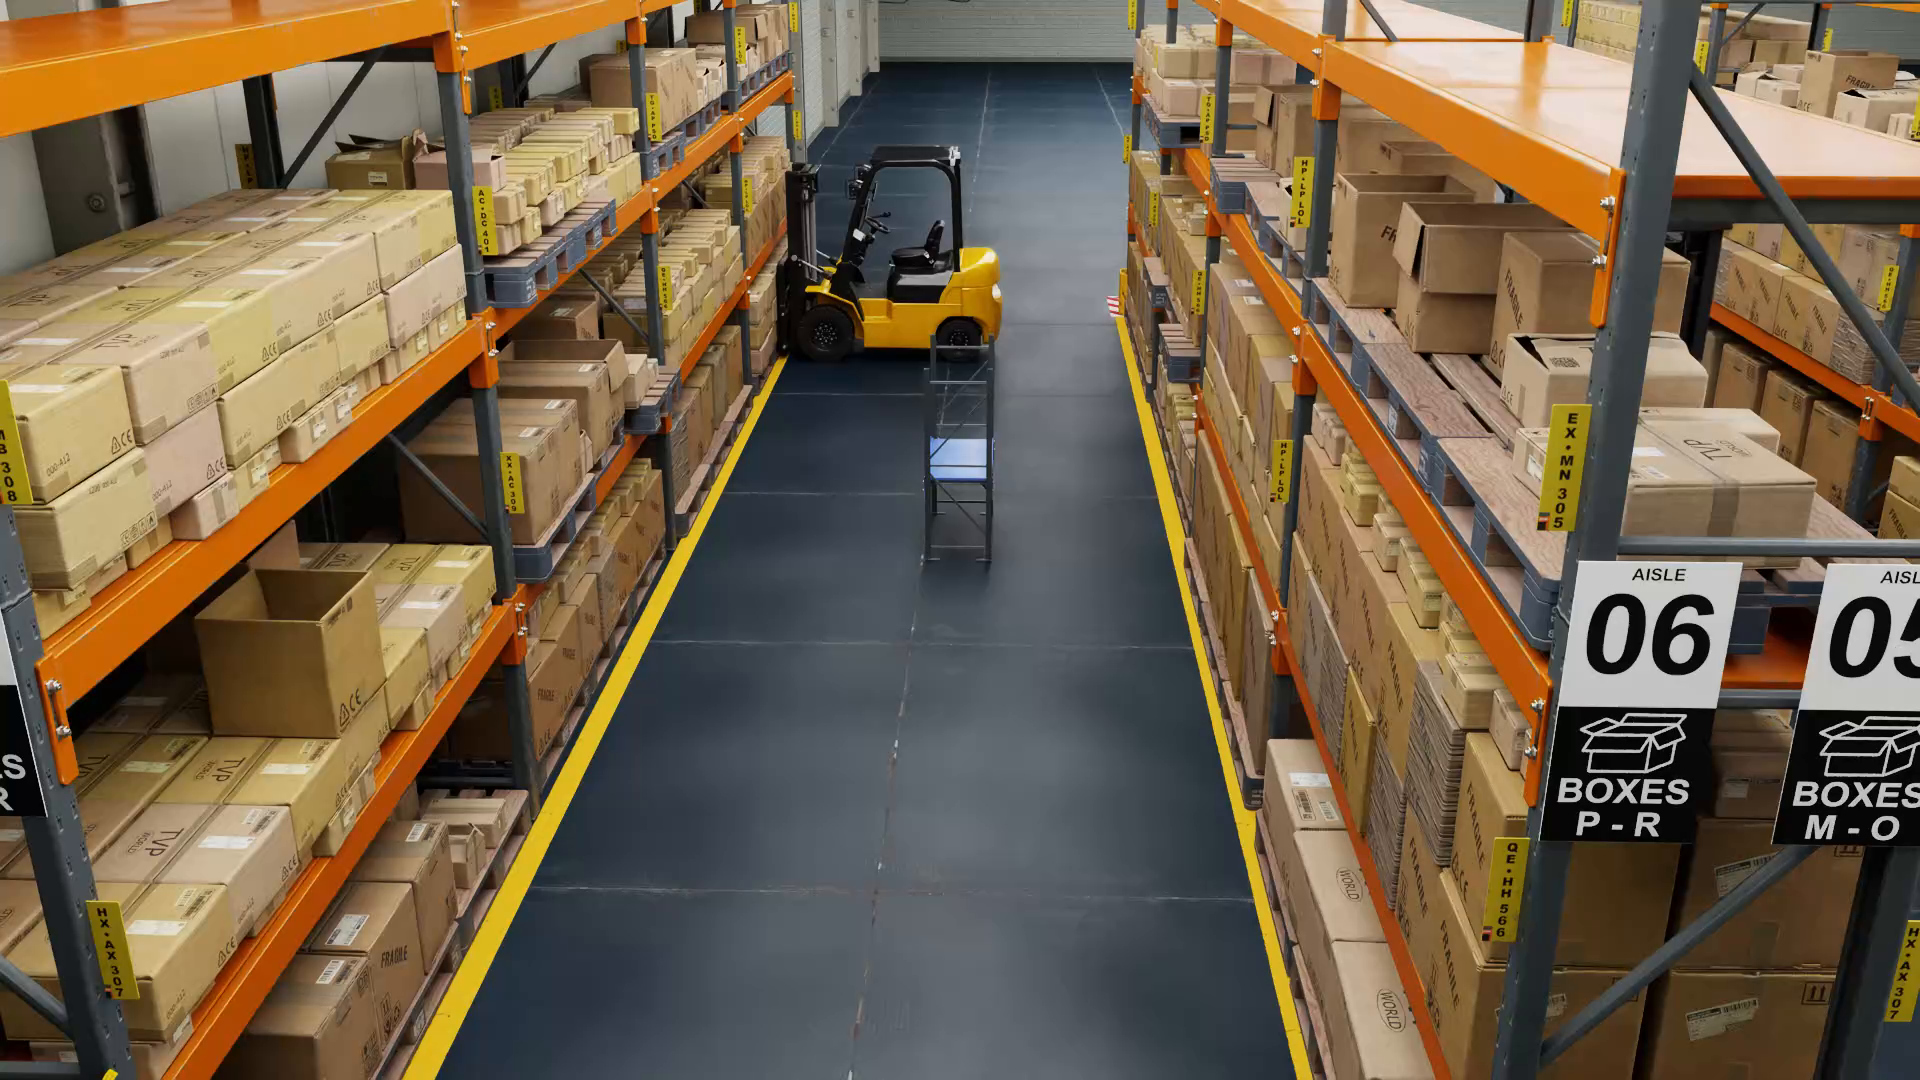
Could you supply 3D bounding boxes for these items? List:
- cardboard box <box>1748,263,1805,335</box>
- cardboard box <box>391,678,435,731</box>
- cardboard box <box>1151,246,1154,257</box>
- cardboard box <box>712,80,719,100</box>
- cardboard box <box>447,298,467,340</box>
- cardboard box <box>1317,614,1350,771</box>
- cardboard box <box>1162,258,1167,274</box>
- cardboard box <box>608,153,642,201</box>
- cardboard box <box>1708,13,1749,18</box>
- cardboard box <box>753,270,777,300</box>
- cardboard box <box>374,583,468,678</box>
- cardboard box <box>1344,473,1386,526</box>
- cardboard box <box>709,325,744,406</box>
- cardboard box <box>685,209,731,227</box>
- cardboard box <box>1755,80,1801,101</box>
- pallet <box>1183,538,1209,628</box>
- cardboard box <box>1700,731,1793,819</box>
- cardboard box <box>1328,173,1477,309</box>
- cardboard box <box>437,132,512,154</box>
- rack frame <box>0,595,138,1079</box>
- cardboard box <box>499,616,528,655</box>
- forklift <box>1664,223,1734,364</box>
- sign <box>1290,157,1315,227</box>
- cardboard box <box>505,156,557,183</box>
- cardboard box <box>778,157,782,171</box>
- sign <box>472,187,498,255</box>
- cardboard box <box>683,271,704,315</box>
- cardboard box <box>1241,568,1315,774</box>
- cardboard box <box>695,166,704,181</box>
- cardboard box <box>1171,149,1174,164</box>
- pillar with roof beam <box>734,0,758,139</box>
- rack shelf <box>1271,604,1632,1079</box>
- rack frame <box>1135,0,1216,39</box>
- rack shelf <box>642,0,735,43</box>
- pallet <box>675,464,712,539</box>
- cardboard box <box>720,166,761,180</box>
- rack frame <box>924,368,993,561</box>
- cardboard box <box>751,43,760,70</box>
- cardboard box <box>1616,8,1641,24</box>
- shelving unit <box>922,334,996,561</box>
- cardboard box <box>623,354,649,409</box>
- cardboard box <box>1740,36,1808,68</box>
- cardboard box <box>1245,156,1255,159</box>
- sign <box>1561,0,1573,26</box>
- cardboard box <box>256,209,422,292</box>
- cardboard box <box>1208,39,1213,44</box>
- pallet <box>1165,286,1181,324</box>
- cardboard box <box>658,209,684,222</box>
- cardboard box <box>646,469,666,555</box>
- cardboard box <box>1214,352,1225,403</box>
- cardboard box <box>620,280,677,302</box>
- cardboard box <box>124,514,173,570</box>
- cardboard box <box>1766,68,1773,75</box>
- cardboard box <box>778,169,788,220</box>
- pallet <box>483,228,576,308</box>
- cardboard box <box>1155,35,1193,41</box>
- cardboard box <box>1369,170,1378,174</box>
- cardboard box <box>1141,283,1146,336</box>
[{"bbox_3d":[7.006,-2.023,13.957,0.500,0.500,0.500,1,21,2],"label":"cardboard box"},{"bbox_3d":[-2.558,0.722,7.368,0.380,0.149,0.250,0,21,1],"label":"cardboard box"},{"bbox_3d":[2.094,-2.821,16.499,0.380,0.149,0.250,1,21,3],"label":"cardboard box"},{"bbox_3d":[-2.303,-3.904,14.426,0.380,0.149,0.250,1,21,1],"label":"cardboard box"},{"bbox_3d":[-2.532,-1.037,7.755,0.380,0.149,0.250,0,21,1],"label":"cardboard box"},{"bbox_3d":[1.828,0.646,7.078,0.500,0.500,0.500,1,21,2],"label":"cardboard box"},{"bbox_3d":[2.039,-2.520,15.144,0.380,0.149,0.250,1,21,3],"label":"cardboard box"},{"bbox_3d":[-2.468,-2.475,11.322,0.500,0.250,0.500,0,21,0],"label":"cardboard box"},{"bbox_3d":[7.727,-5.194,16.647,0.380,0.149,0.250,1,21,2],"label":"cardboard box"},{"bbox_3d":[-2.216,-2.698,17.673,0.500,0.250,0.500,1,21,3],"label":"cardboard box"},{"bbox_3d":[-2.589,0.411,7.620,0.500,0.250,0.500,1,21,2],"label":"cardboard box"},{"bbox_3d":[1.813,-0.169,6.900,0.380,0.149,0.250,0,21,0],"label":"cardboard box"},{"bbox_3d":[-2.578,-1.681,15.917,0.875,0.625,0.625,2,21,4],"label":"cardboard box"},{"bbox_3d":[-2.362,-3.004,15.590,0.380,0.149,0.250,1,21,3],"label":"cardboard box"},{"bbox_3d":[7.060,-3.862,14.316,0.250,0.149,0.380,1,21,2],"label":"cardboard box"},{"bbox_3d":[2.167,0.302,11.958,1.003,0.211,1.213,1,21,2],"label":"pallet"},{"bbox_3d":[2.311,0.670,4.738,0.380,0.149,0.250,1,21,3],"label":"cardboard box"},{"bbox_3d":[1.917,-1.313,7.261,0.500,0.500,0.500,1,21,3],"label":"cardboard box"},{"bbox_3d":[-2.961,-2.399,10.164,0.380,0.149,0.250,1,21,1],"label":"cardboard box"},{"bbox_3d":[-2.938,1.557,4.868,1.000,3.000,0.127,1,21,2],"label":"rack frame"},{"bbox_3d":[-2.600,0.512,9.129,0.380,0.149,0.250,0,21,1],"label":"cardboard box"},{"bbox_3d":[4.650,-1.196,12.059,1.130,2.935,3.031,1,21,2],"label":"forklift"},{"bbox_3d":[1.602,-1.624,7.772,0.100,0.325,0.005,1,21,2],"label":"sign"},{"bbox_3d":[-2.451,-2.029,9.183,0.380,0.149,0.250,1,21,2],"label":"cardboard box"},{"bbox_3d":[-2.229,-4.262,18.832,0.380,0.149,0.250,1,21,3],"label":"cardboard box"},{"bbox_3d":[-2.274,-1.525,7.951,0.100,0.325,0.005,1,21,2],"label":"sign"},{"bbox_3d":[-2.387,-2.026,13.620,0.500,0.250,0.500,0,21,0],"label":"cardboard box"},{"bbox_3d":[2.084,0.734,9.347,0.875,0.875,0.875,1,21,3],"label":"cardboard box"},{"bbox_3d":[-2.849,-3.759,17.123,0.380,0.149,0.250,0,21,1],"label":"cardboard box"},{"bbox_3d":[2.690,-4.456,18.434,0.700,0.500,0.500,1,21,2],"label":"cardboard box"},{"bbox_3d":[1.112,-8.905,23.538,9.100,9.000,0.400,1,21,2],"label":"pillar with roof beam"},{"bbox_3d":[2.084,1.223,6.725,1.077,0.370,4.000,1,21,2],"label":"rack shelf"},{"bbox_3d":[2.510,-6.971,18.555,1.000,3.000,0.127,1,21,2],"label":"rack frame"},{"bbox_3d":[-2.634,-4.333,13.304,1.077,0.370,4.000,1,21,2],"label":"rack shelf"},{"bbox_3d":[-2.631,-0.332,13.593,1.003,0.211,1.213,1,21,2],"label":"pallet"},{"bbox_3d":[-2.259,-3.755,17.114,0.380,0.149,0.250,0,21,1],"label":"cardboard box"},{"bbox_3d":[-0.013,-0.546,12.363,0.500,1.500,0.032,1,21,2],"label":"rack frame"},{"bbox_3d":[-2.225,-4.893,16.812,0.396,0.266,0.258,0,21,0],"label":"cardboard box"},{"bbox_3d":[7.093,-5.475,17.372,0.380,0.149,0.250,0,21,1],"label":"cardboard box"},{"bbox_3d":[0.003,-0.730,12.837,0.538,1.500,1.048,1,21,2],"label":"shelving unit"},{"bbox_3d":[-2.403,-1.076,11.282,0.500,0.250,0.500,0,21,-1],"label":"cardboard box"},{"bbox_3d":[7.634,-4.593,15.651,0.500,0.250,0.500,1,21,2],"label":"cardboard box"},{"bbox_3d":[2.066,-2.679,11.988,0.380,0.149,0.250,1,21,2],"label":"cardboard box"},{"bbox_3d":[6.906,-6.007,18.901,0.100,0.325,0.005,1,21,2],"label":"sign"},{"bbox_3d":[-2.598,-1.220,6.986,0.500,0.250,0.500,0,21,1],"label":"cardboard box"},{"bbox_3d":[2.709,-4.963,16.771,0.380,0.149,0.250,0,21,1],"label":"cardboard box"},{"bbox_3d":[2.286,-1.909,14.066,1.003,0.211,1.213,1,21,2],"label":"pallet"},{"bbox_3d":[-2.798,-3.006,15.594,0.380,0.149,0.250,0,21,0],"label":"cardboard box"},{"bbox_3d":[-2.493,-0.210,12.299,0.500,0.500,0.500,1,21,3],"label":"cardboard box"},{"bbox_3d":[1.988,-1.078,11.176,0.500,0.250,0.500,1,21,3],"label":"cardboard box"},{"bbox_3d":[-2.384,-1.893,12.725,0.380,0.149,0.250,1,21,3],"label":"cardboard box"},{"bbox_3d":[-2.689,-0.024,5.145,0.380,0.149,0.250,1,21,2],"label":"cardboard box"},{"bbox_3d":[7.690,-4.362,15.605,0.380,0.149,0.250,0,21,1],"label":"cardboard box"},{"bbox_3d":[-2.229,-3.906,18.810,0.500,0.500,0.500,1,21,3],"label":"cardboard box"},{"bbox_3d":[-2.727,-1.435,8.693,1.213,0.211,1.003,1,21,2],"label":"pallet"},{"bbox_3d":[2.218,-5.151,17.257,0.380,0.149,0.250,1,21,3],"label":"cardboard box"},{"bbox_3d":[2.550,-2.024,9.557,0.396,0.266,0.258,2,21,6],"label":"cardboard box"},{"bbox_3d":[2.152,-2.392,17.232,0.500,0.500,0.500,1,21,3],"label":"cardboard box"}]
